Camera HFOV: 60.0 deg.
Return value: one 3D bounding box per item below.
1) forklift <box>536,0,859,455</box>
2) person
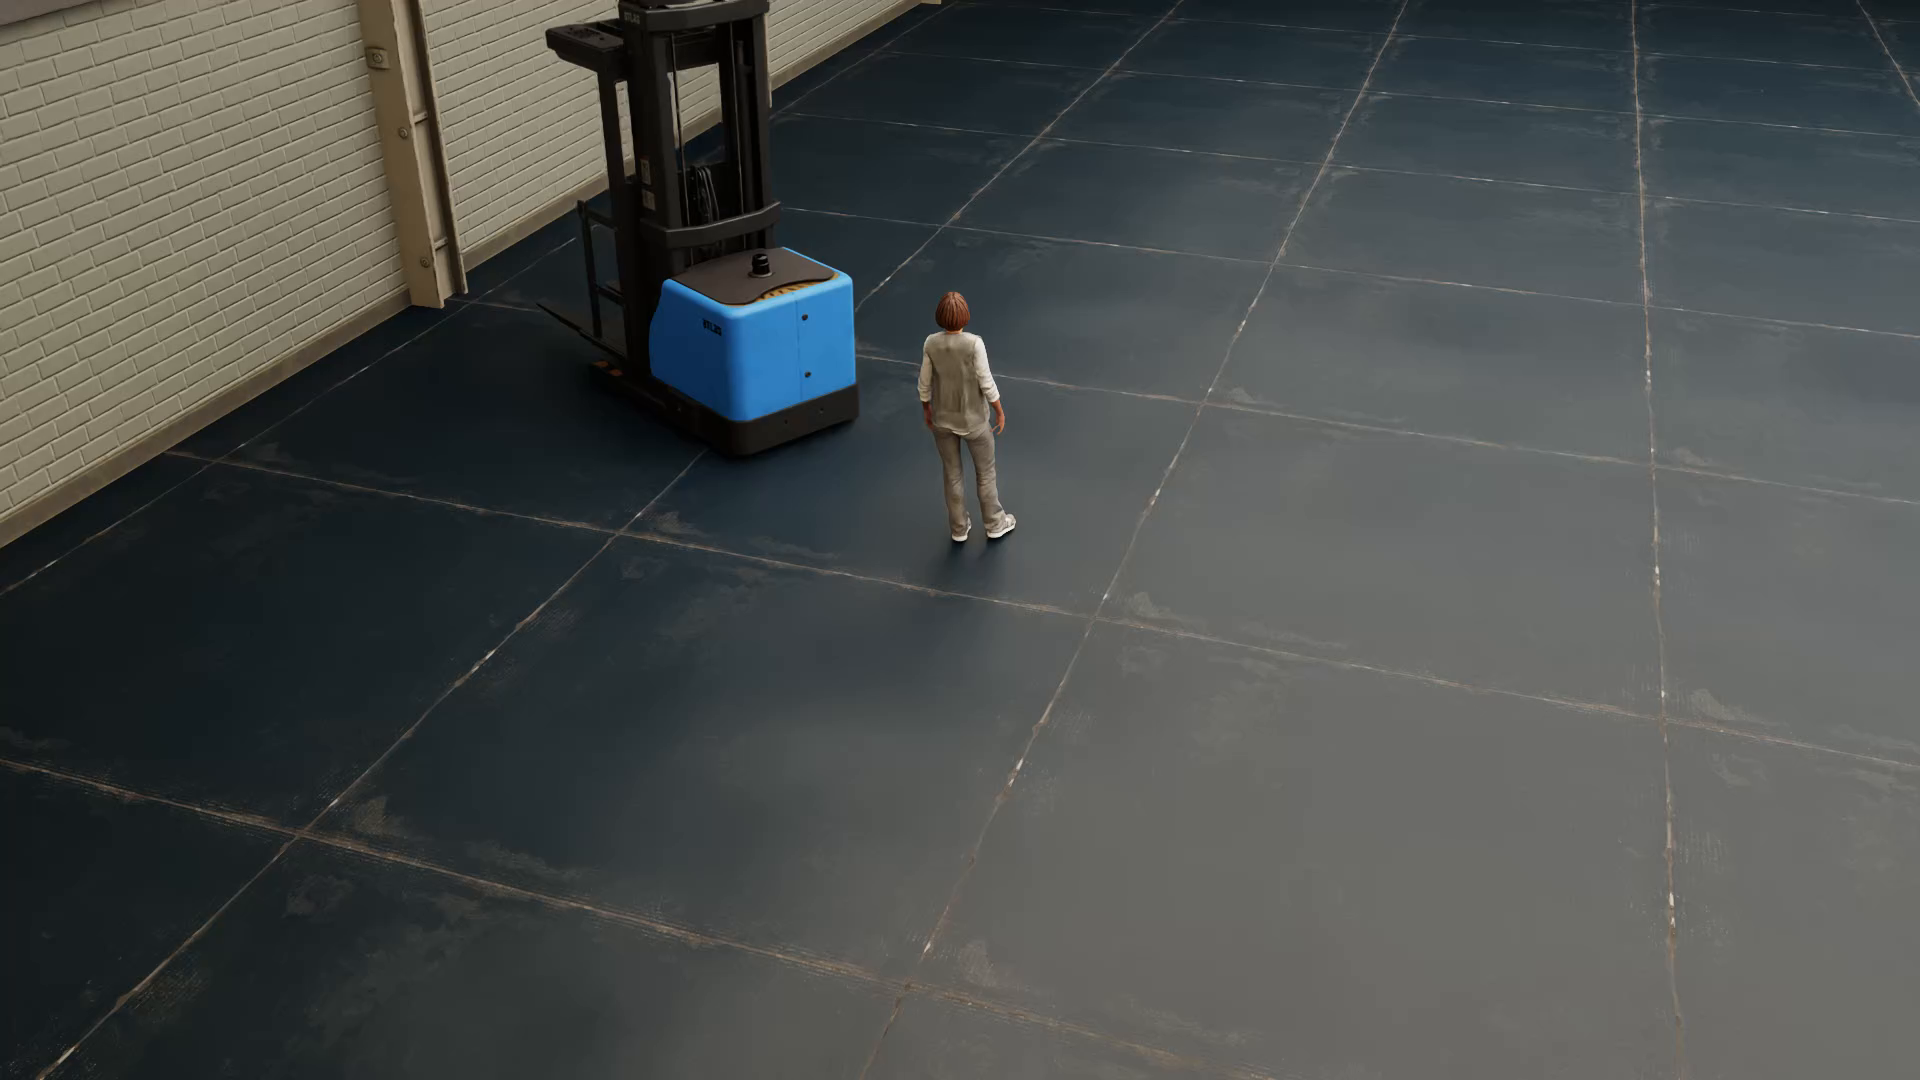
[{"bbox_3d":[-2.044,-2.479,11.485,1.130,2.935,3.031,-23,37,-35],"label":"forklift"},{"bbox_3d":[0.037,-0.732,9.753,0.521,1.596,0.475,10,31,16],"label":"person"}]
